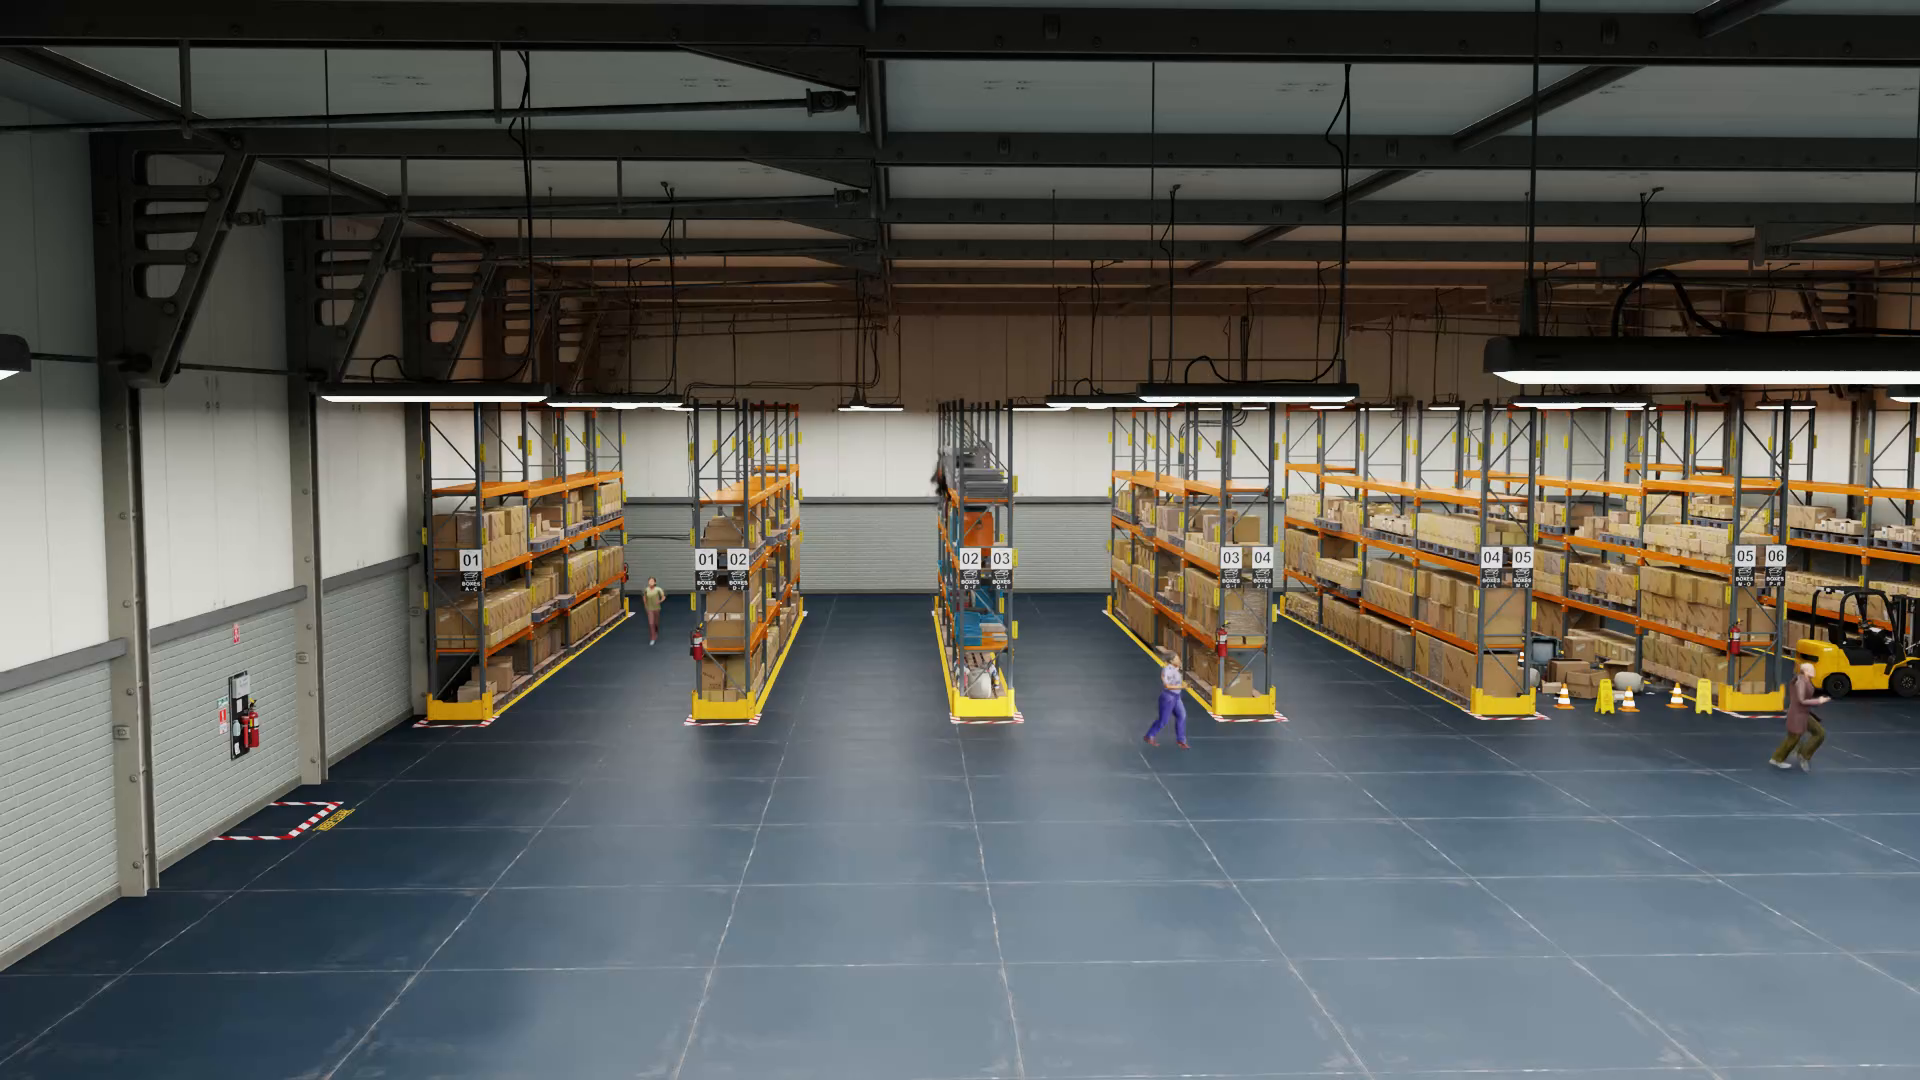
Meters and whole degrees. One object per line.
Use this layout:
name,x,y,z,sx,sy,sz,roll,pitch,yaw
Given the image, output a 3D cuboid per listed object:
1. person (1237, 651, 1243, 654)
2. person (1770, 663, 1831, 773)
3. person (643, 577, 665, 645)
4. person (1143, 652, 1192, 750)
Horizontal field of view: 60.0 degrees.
person,6.744,1.809,39.880,0.644,1.731,0.904,0,4,-3
person,13.416,2.825,26.505,0.854,1.766,0.753,4,6,39
person,-7.641,1.754,41.501,0.572,1.666,0.802,0,4,-4
person,3.558,2.758,28.382,0.836,1.699,0.564,2,5,25
